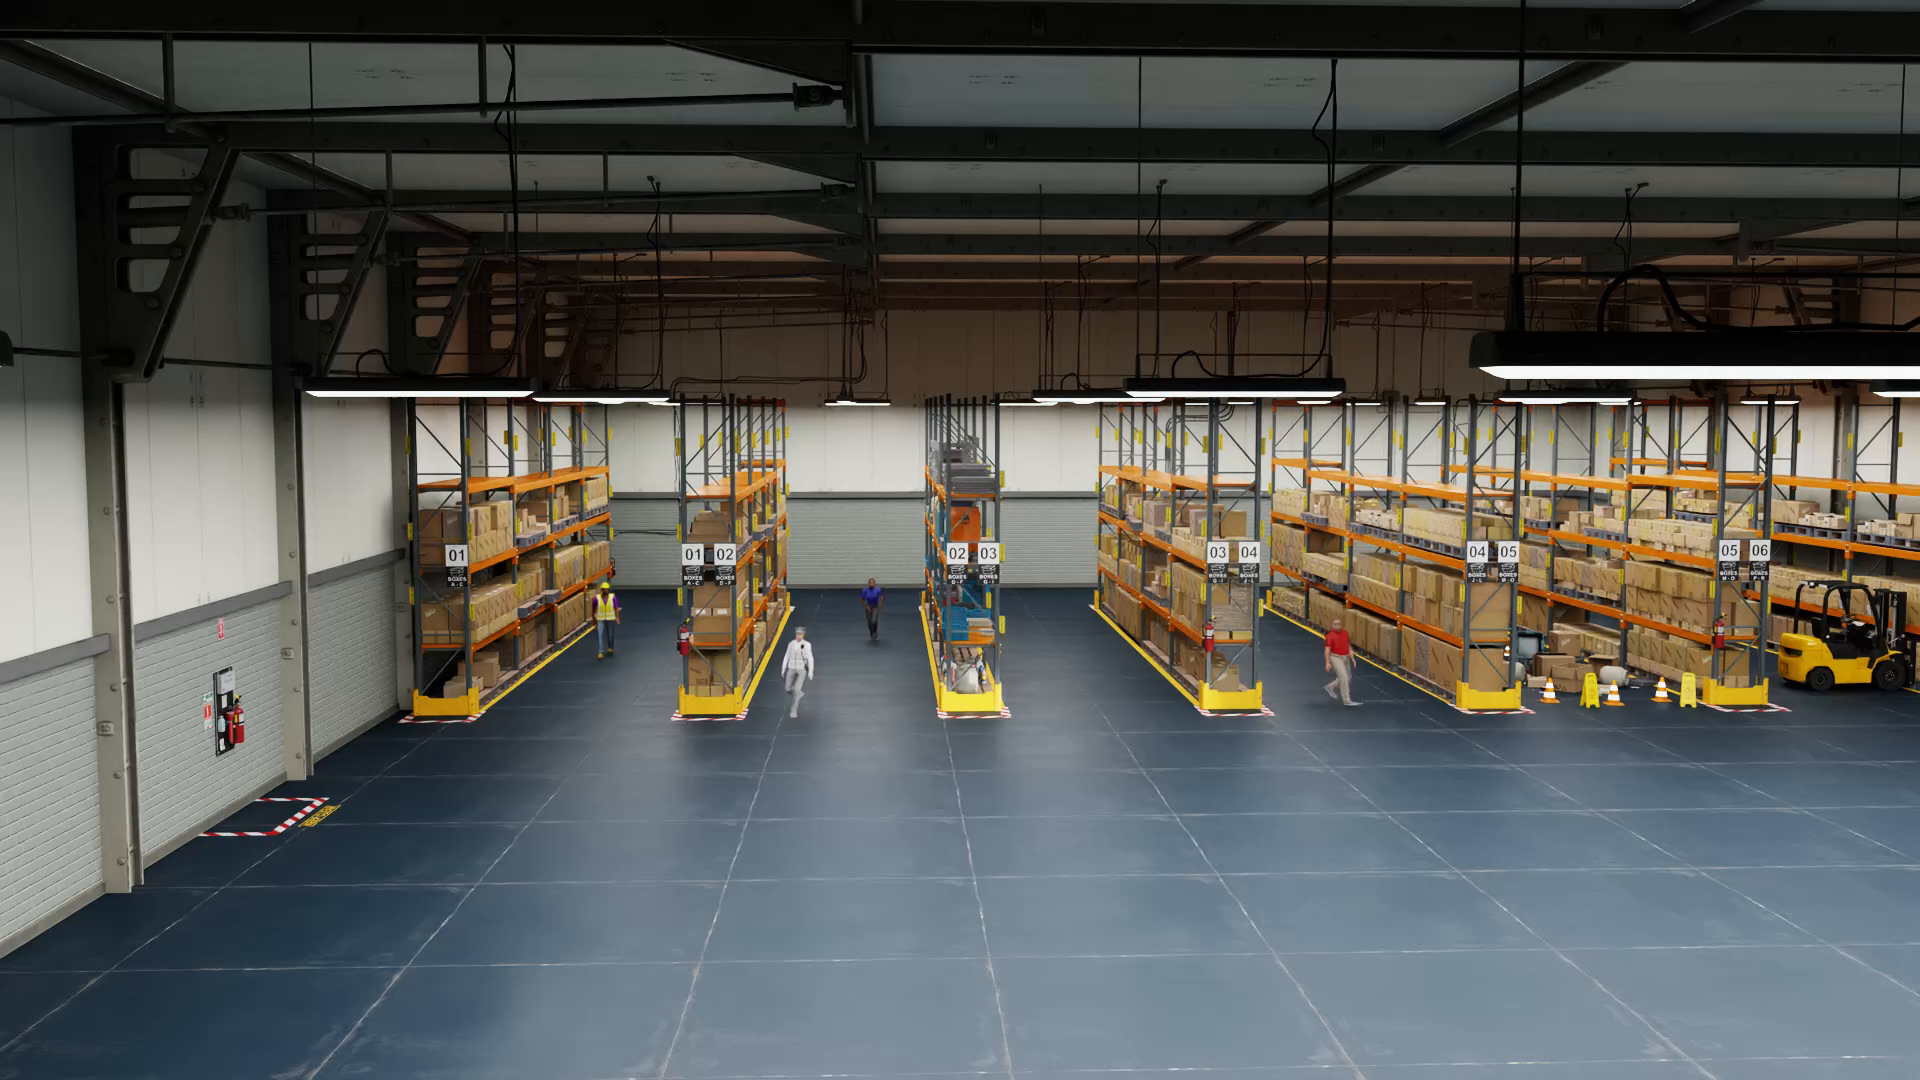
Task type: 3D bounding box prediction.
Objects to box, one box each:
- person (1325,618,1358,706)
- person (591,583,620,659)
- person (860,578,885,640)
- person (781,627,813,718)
[{"bbox_3d":[7.355,2.334,32.184,0.546,1.674,0.900,-3,6,-35],"label":"person"},{"bbox_3d":[-8.147,1.835,38.229,0.671,1.711,1.081,0,5,-5],"label":"person"},{"bbox_3d":[-2.141,1.709,40.944,0.581,1.569,0.741,1,5,7],"label":"person"},{"bbox_3d":[-3.032,2.461,31.119,0.561,1.696,0.673,1,5,13],"label":"person"}]
